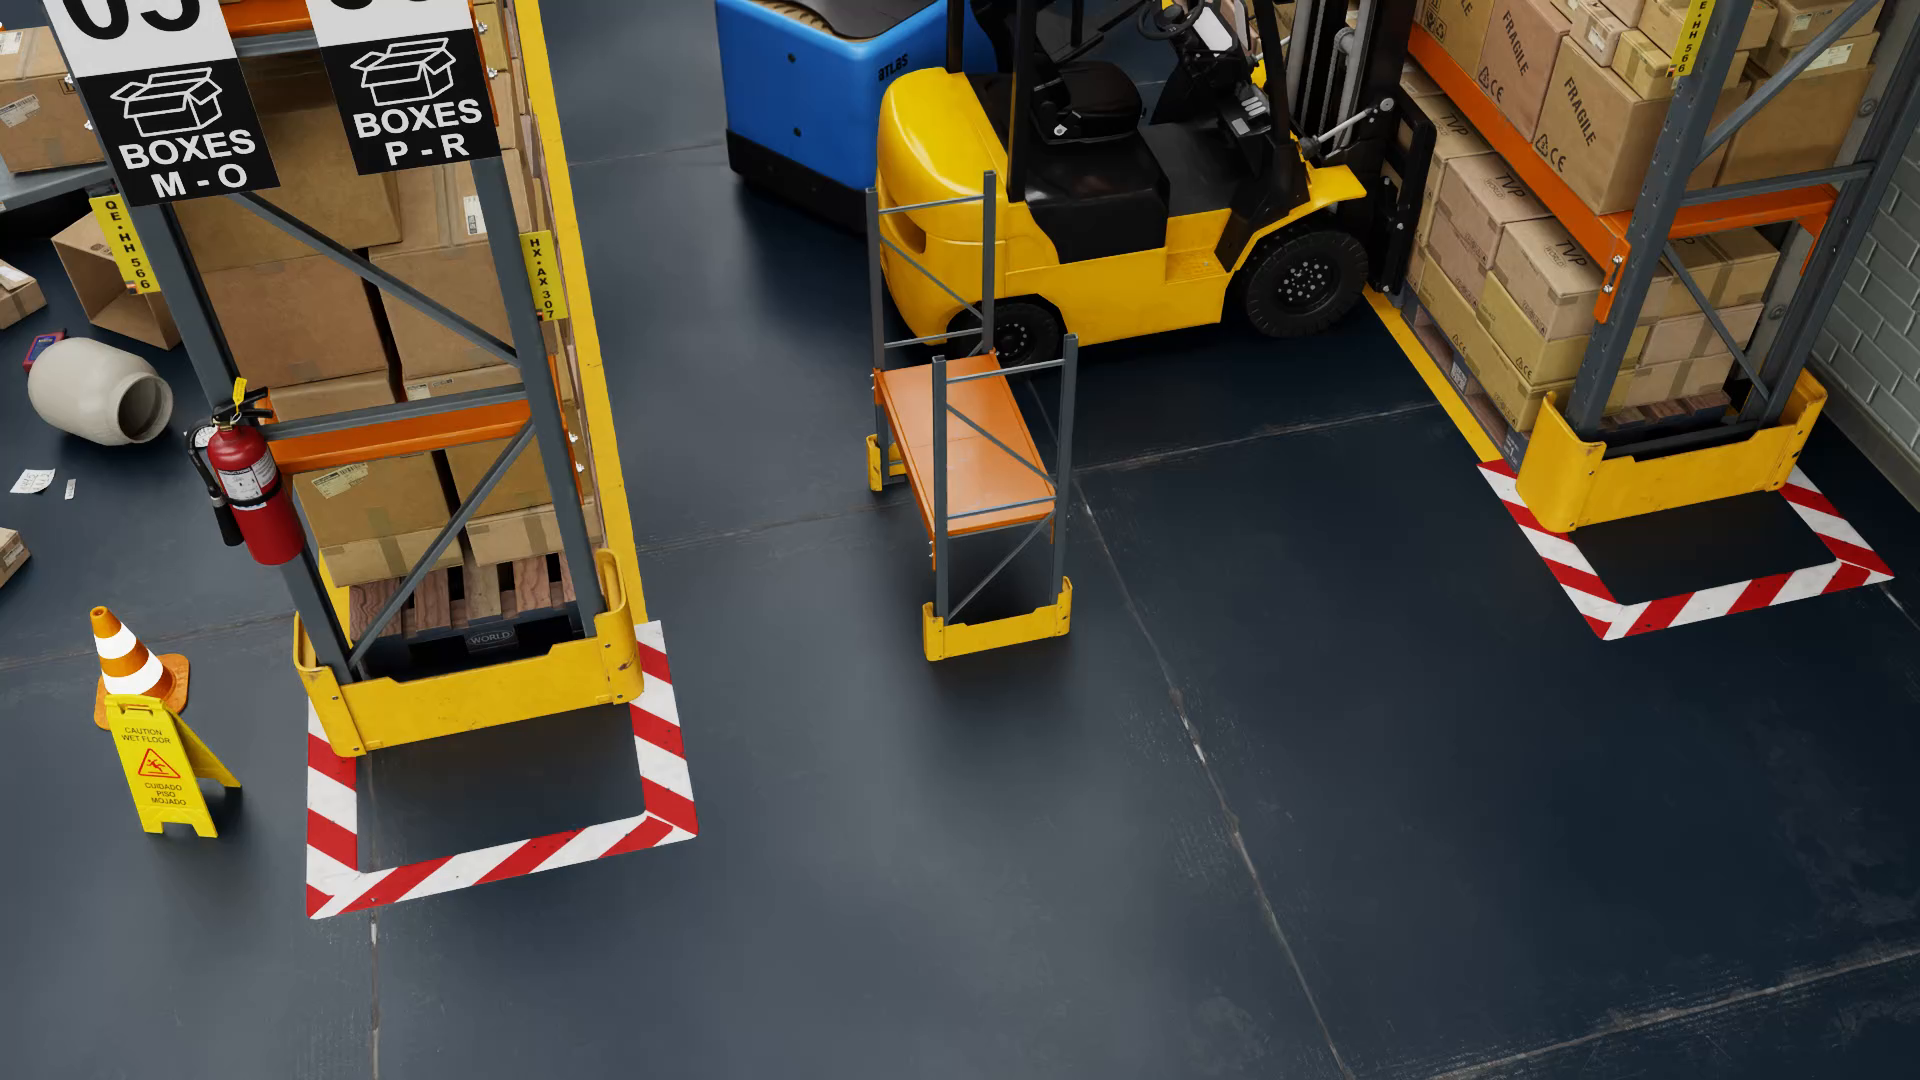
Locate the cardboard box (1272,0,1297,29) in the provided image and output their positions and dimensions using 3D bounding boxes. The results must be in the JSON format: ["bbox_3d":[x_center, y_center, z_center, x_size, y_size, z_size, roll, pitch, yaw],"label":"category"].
[{"bbox_3d":[1.917,-2.861,8.636,0.500,0.250,0.500,-11,47,-10],"label":"cardboard box"}]

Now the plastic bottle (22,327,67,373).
[{"bbox_3d":[-4.305,-0.900,7.840,0.133,0.061,0.283,-3,46,-3],"label":"plastic bottle"}]

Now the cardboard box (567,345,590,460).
[{"bbox_3d":[-1.861,-0.547,7.068,0.500,0.250,0.500,-9,46,-9],"label":"cardboard box"}]

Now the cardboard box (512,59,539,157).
[{"bbox_3d":[-2.280,-1.900,7.868,0.500,0.500,0.500,-10,46,-10],"label":"cardboard box"}]

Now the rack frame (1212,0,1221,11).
[{"bbox_3d":[1.975,-4.073,8.892,1.000,3.000,0.127,-11,47,-10],"label":"rack frame"}]

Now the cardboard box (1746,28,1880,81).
[{"bbox_3d":[3.163,-1.855,6.194,0.380,0.149,0.250,-12,47,-11],"label":"cardboard box"}]

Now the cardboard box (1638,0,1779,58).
[{"bbox_3d":[2.704,-1.886,6.016,0.380,0.149,0.250,-11,47,-10],"label":"cardboard box"}]

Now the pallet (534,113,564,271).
[{"bbox_3d":[-2.616,-1.729,8.548,1.003,0.211,1.213,-11,47,-10],"label":"pallet"}]

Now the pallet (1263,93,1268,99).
[{"bbox_3d":[2.138,-2.540,9.342,1.003,0.211,1.213,-11,47,-10],"label":"pallet"}]

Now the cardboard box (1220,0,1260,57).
[{"bbox_3d":[1.779,-2.863,9.337,0.500,0.250,0.500,-10,46,-10],"label":"cardboard box"}]

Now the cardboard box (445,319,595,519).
[{"bbox_3d":[-1.744,-0.472,6.469,0.500,0.500,0.500,-12,47,-12],"label":"cardboard box"}]

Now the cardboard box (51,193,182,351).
[{"bbox_3d":[-3.863,-1.300,7.923,0.500,0.500,0.500,19,48,17],"label":"cardboard box"}]

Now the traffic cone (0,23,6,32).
[{"bbox_3d":[-5.534,-2.892,9.511,0.336,0.463,0.334,-11,47,-10],"label":"traffic cone"}]

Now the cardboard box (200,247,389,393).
[{"bbox_3d":[-2.204,-0.865,5.469,0.500,0.500,0.500,-11,47,-11],"label":"cardboard box"}]

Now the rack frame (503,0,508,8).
[{"bbox_3d":[-2.822,-3.163,8.000,1.000,3.000,0.127,-11,47,-10],"label":"rack frame"}]

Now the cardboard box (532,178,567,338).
[{"bbox_3d":[-2.003,-1.180,7.163,0.500,0.500,0.500,-10,46,-10],"label":"cardboard box"}]

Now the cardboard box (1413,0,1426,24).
[{"bbox_3d":[2.224,-2.697,7.473,0.500,0.500,0.500,-10,46,-10],"label":"cardboard box"}]

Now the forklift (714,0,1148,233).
[{"bbox_3d":[0.089,-3.578,8.455,1.130,2.935,3.031,30,53,26],"label":"forklift"}]

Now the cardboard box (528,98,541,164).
[{"bbox_3d":[-2.411,-1.988,8.480,0.500,0.250,0.500,-9,46,-9],"label":"cardboard box"}]

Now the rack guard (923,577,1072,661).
[{"bbox_3d":[0.147,0.309,6.523,0.587,0.250,0.087,-11,47,-10],"label":"rack guard"}]

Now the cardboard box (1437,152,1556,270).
[{"bbox_3d":[2.443,-1.458,7.261,0.500,0.250,0.500,-10,46,-10],"label":"cardboard box"}]

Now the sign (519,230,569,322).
[{"bbox_3d":[-1.274,-0.803,5.082,0.100,0.325,0.005,-11,47,-10],"label":"sign"}]

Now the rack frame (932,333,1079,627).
[{"bbox_3d":[0.152,-0.115,6.063,0.500,1.500,0.032,-11,47,-10],"label":"rack frame"}]

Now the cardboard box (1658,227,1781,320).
[{"bbox_3d":[3.059,-1.212,7.020,0.500,0.250,0.500,-11,47,-11],"label":"cardboard box"}]

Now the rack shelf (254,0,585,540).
[{"bbox_3d":[-2.310,-1.530,6.904,1.077,0.370,4.000,-11,47,-10],"label":"rack shelf"}]

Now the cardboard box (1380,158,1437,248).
[{"bbox_3d":[2.302,-1.650,7.799,0.500,0.250,0.500,-12,47,-11],"label":"cardboard box"}]

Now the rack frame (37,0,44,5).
[{"bbox_3d":[-1.798,-2.501,3.151,1.000,3.000,0.127,-11,47,-10],"label":"rack frame"}]

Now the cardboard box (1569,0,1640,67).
[{"bbox_3d":[2.545,-1.932,6.270,0.380,0.149,0.250,-10,46,-10],"label":"cardboard box"}]

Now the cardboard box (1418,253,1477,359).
[{"bbox_3d":[2.455,-1.107,7.617,0.500,0.250,0.500,-11,47,-10],"label":"cardboard box"}]

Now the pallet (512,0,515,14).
[{"bbox_3d":[-3.339,-3.568,10.349,1.003,0.211,1.213,-11,47,-10],"label":"pallet"}]

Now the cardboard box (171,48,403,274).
[{"bbox_3d":[-2.140,-1.203,5.101,0.700,0.500,0.500,-12,47,-11],"label":"cardboard box"}]

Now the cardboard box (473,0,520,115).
[{"bbox_3d":[-2.057,-1.976,6.559,0.500,0.500,0.500,-12,47,-11],"label":"cardboard box"}]

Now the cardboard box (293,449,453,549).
[{"bbox_3d":[-2.256,-0.354,6.353,0.500,0.500,0.500,-10,46,-10],"label":"cardboard box"}]

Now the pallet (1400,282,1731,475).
[{"bbox_3d":[2.763,-0.856,7.691,1.003,0.211,1.213,-11,47,-10],"label":"pallet"}]

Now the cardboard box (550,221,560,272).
[{"bbox_3d":[-2.139,-1.271,7.777,0.500,0.250,0.500,-10,46,-10],"label":"cardboard box"}]

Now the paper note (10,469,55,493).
[{"bbox_3d":[-4.037,-0.260,7.243,0.148,0.019,0.142,4,46,4],"label":"paper note"}]

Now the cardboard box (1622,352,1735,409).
[{"bbox_3d":[3.062,-0.871,7.385,0.500,0.250,0.500,-11,47,-10],"label":"cardboard box"}]

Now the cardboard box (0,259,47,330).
[{"bbox_3d":[-4.689,-1.251,8.041,0.396,0.266,0.258,27,51,24],"label":"cardboard box"}]

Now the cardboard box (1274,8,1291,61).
[{"bbox_3d":[1.931,-2.695,8.822,0.500,0.250,0.500,-11,47,-11],"label":"cardboard box"}]

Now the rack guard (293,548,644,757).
[{"bbox_3d":[-1.818,0.421,6.238,1.175,0.500,0.348,-11,47,-10],"label":"rack guard"}]

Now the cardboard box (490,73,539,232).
[{"bbox_3d":[-1.787,-1.275,5.872,0.500,0.500,0.500,-9,46,-9],"label":"cardboard box"}]

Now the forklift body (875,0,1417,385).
[{"bbox_3d":[0.750,-1.990,7.445,2.313,2.155,1.214,-11,47,-10],"label":"forklift body"}]

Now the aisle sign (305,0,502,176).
[{"bbox_3d":[-1.483,-1.325,4.379,0.394,0.787,0.004,-11,47,-10],"label":"aisle sign"}]

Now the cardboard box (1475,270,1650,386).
[{"bbox_3d":[2.572,-0.950,7.112,0.500,0.250,0.500,-11,47,-11],"label":"cardboard box"}]

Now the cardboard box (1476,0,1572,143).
[{"bbox_3d":[2.495,-1.998,6.788,0.500,0.500,0.500,-9,46,-9],"label":"cardboard box"}]

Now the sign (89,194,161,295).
[{"bbox_3d":[-2.340,-0.829,4.681,0.100,0.325,0.005,-11,47,-10],"label":"sign"}]

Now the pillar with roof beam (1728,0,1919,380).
[{"bbox_3d":[-0.470,-3.269,3.904,9.100,9.000,0.400,-11,47,-10],"label":"pillar with roof beam"}]

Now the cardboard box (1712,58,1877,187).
[{"bbox_3d":[3.141,-1.739,6.535,0.500,0.500,0.500,-9,46,-9],"label":"cardboard box"}]

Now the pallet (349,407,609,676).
[{"bbox_3d":[-1.992,-0.045,6.897,1.003,0.211,1.213,-11,47,-10],"label":"pallet"}]

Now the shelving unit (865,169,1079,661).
[{"bbox_3d":[0.020,-0.472,6.414,0.587,1.500,1.083,-11,47,-10],"label":"shelving unit"}]

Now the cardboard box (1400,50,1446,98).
[{"bbox_3d":[2.182,-2.156,7.944,0.500,0.250,0.500,-12,47,-11],"label":"cardboard box"}]

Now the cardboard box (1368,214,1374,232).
[{"bbox_3d":[2.181,-1.809,8.305,0.500,0.250,0.500,-9,46,-9],"label":"cardboard box"}]
